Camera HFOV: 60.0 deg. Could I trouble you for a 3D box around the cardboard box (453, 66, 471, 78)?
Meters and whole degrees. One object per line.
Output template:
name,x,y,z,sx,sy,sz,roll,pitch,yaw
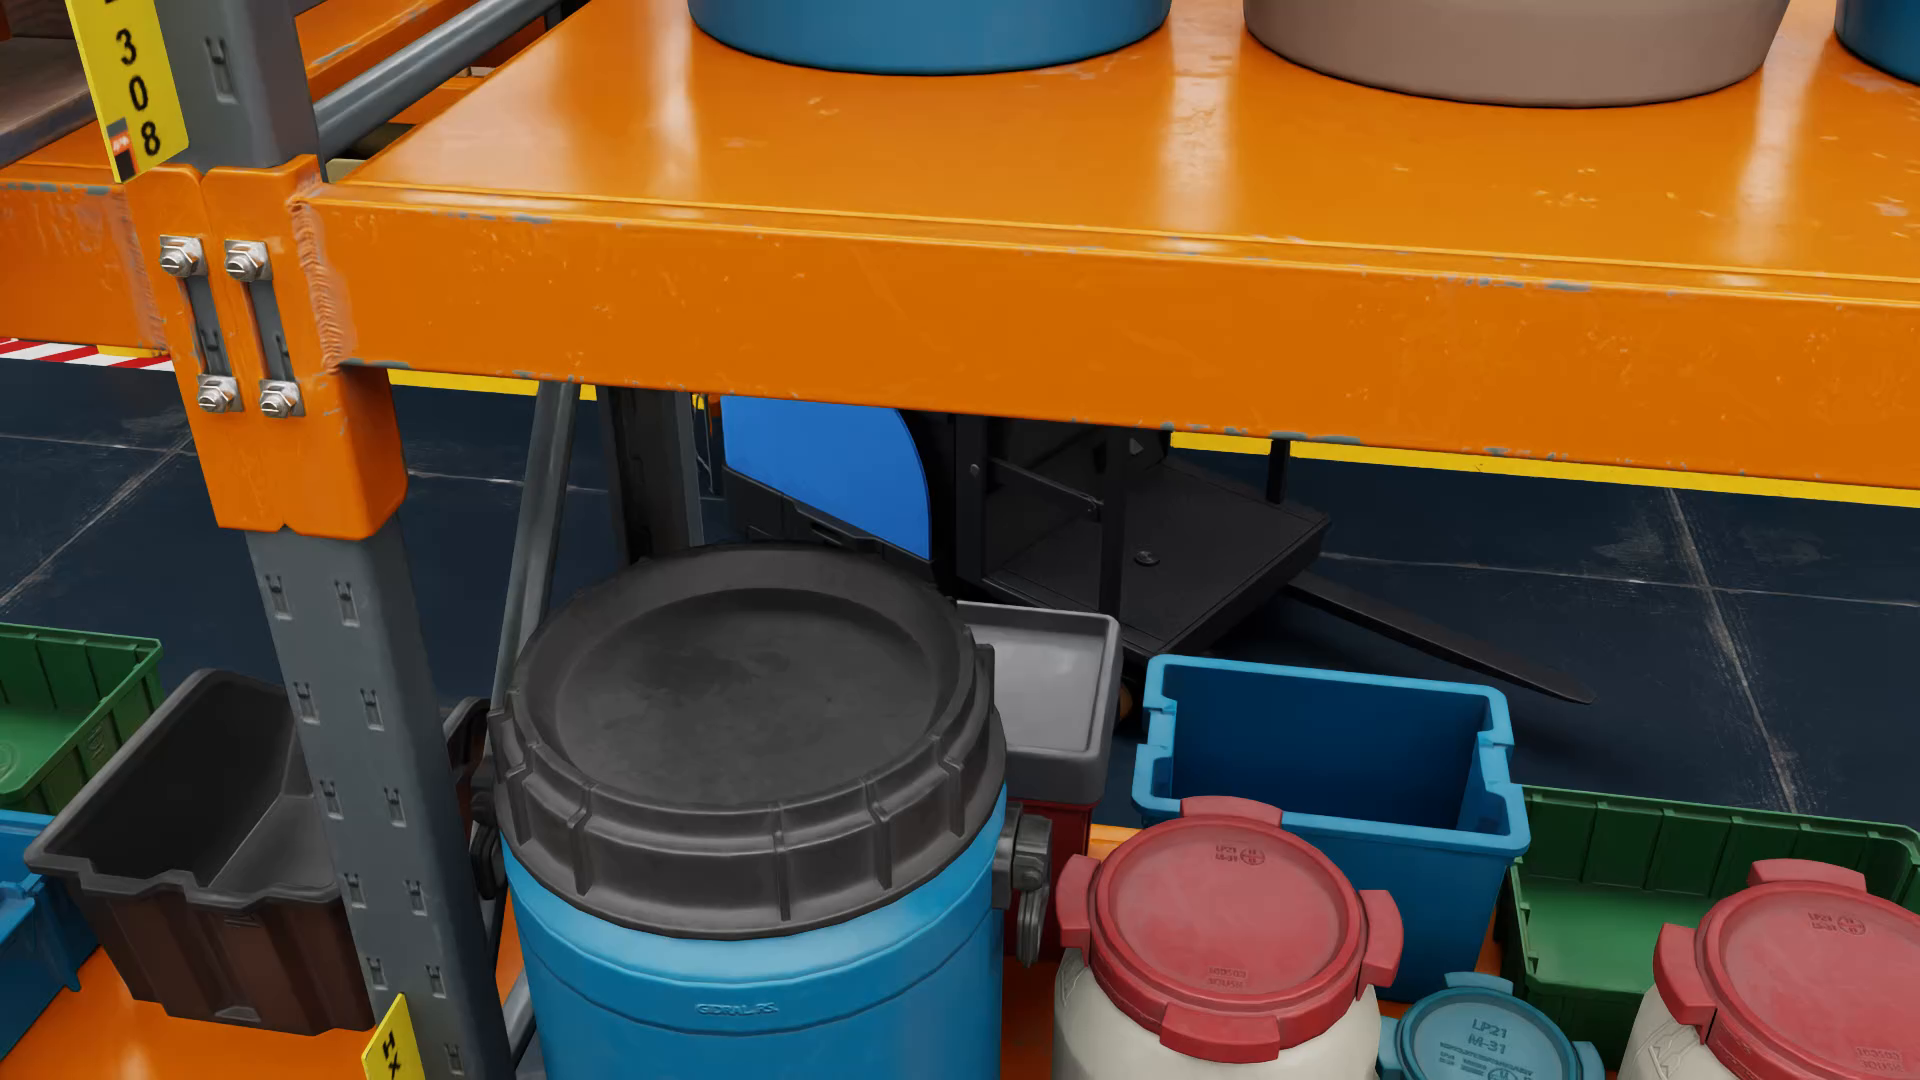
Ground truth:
cardboard box,-2.214,-2.314,7.025,0.500,0.500,0.700,5,32,9

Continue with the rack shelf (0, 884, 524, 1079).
rack shelf,-2.545,0.662,3.043,4.000,0.370,1.077,5,32,8

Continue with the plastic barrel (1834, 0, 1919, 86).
plastic barrel,1.254,-0.900,1.560,0.708,0.901,0.600,5,32,8

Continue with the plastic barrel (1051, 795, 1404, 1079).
plastic barrel,0.333,0.678,2.211,0.433,0.535,0.433,0,32,0

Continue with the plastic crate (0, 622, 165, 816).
plastic crate,-1.864,0.357,3.053,0.662,0.188,0.450,5,32,8

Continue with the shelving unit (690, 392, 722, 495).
shelving unit,-0.801,-0.804,6.404,0.503,1.200,0.258,-15,35,-23

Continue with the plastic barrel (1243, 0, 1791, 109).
plastic barrel,0.609,-0.958,1.654,0.600,0.901,0.600,0,32,0

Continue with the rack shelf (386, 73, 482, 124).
rack shelf,-1.708,-1.928,7.181,4.000,0.370,1.077,5,32,8

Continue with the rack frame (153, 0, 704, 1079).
rack frame,-0.574,0.537,2.564,0.053,2.616,0.949,5,32,8

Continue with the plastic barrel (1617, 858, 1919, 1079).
plastic barrel,1.056,0.744,2.107,0.433,0.535,0.433,0,32,0

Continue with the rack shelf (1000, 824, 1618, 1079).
rack shelf,1.398,1.019,2.473,4.000,0.370,1.077,5,32,8

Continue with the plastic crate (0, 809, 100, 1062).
plastic crate,-1.710,0.642,2.537,0.616,0.251,0.499,5,32,8

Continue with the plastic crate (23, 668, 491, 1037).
plastic crate,-1.068,0.449,2.764,0.504,0.338,0.767,5,32,8

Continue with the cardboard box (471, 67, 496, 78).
cardboard box,-1.695,-2.269,6.953,0.500,0.500,0.700,6,33,10

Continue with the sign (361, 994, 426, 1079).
sign,-0.677,0.705,2.036,0.005,0.325,0.100,5,32,8

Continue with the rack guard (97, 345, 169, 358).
rack guard,-3.703,-1.354,7.942,0.348,0.500,1.175,5,32,8

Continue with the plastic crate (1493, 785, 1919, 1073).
plastic crate,1.191,0.633,2.611,0.662,0.188,0.450,5,32,8

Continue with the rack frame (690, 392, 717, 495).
rack frame,-1.018,-0.745,6.309,0.015,1.200,0.240,-15,35,-23

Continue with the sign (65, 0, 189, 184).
sign,-0.677,-0.453,1.311,0.005,0.325,0.100,5,32,8

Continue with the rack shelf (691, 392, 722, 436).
rack shelf,-0.801,-0.579,6.545,0.480,0.148,0.258,-15,35,-23

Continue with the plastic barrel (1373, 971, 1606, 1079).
plastic barrel,0.705,0.793,2.287,0.301,0.262,0.301,0,32,0

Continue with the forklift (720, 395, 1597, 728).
forklift,0.573,-0.962,5.025,3.031,2.935,1.130,24,39,33

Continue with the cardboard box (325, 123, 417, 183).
cardboard box,-2.695,-1.534,7.363,0.500,0.500,0.500,5,32,8

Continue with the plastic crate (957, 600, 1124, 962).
plastic crate,-0.045,0.392,2.737,0.583,0.464,0.402,5,32,8

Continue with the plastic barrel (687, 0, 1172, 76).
plastic barrel,-0.036,-1.016,1.747,0.708,0.901,0.600,5,32,8

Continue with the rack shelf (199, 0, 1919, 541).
rack shelf,1.398,-0.252,1.677,4.000,0.370,1.077,5,32,8

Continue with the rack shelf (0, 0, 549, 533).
rack shelf,-2.545,-0.609,2.247,4.000,0.370,1.077,5,32,8

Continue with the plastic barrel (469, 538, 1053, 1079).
plastic barrel,-0.244,0.516,2.126,0.708,0.901,0.600,5,32,8

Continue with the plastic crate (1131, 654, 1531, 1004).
plastic crate,0.566,0.478,2.674,0.575,0.384,0.392,5,32,8
